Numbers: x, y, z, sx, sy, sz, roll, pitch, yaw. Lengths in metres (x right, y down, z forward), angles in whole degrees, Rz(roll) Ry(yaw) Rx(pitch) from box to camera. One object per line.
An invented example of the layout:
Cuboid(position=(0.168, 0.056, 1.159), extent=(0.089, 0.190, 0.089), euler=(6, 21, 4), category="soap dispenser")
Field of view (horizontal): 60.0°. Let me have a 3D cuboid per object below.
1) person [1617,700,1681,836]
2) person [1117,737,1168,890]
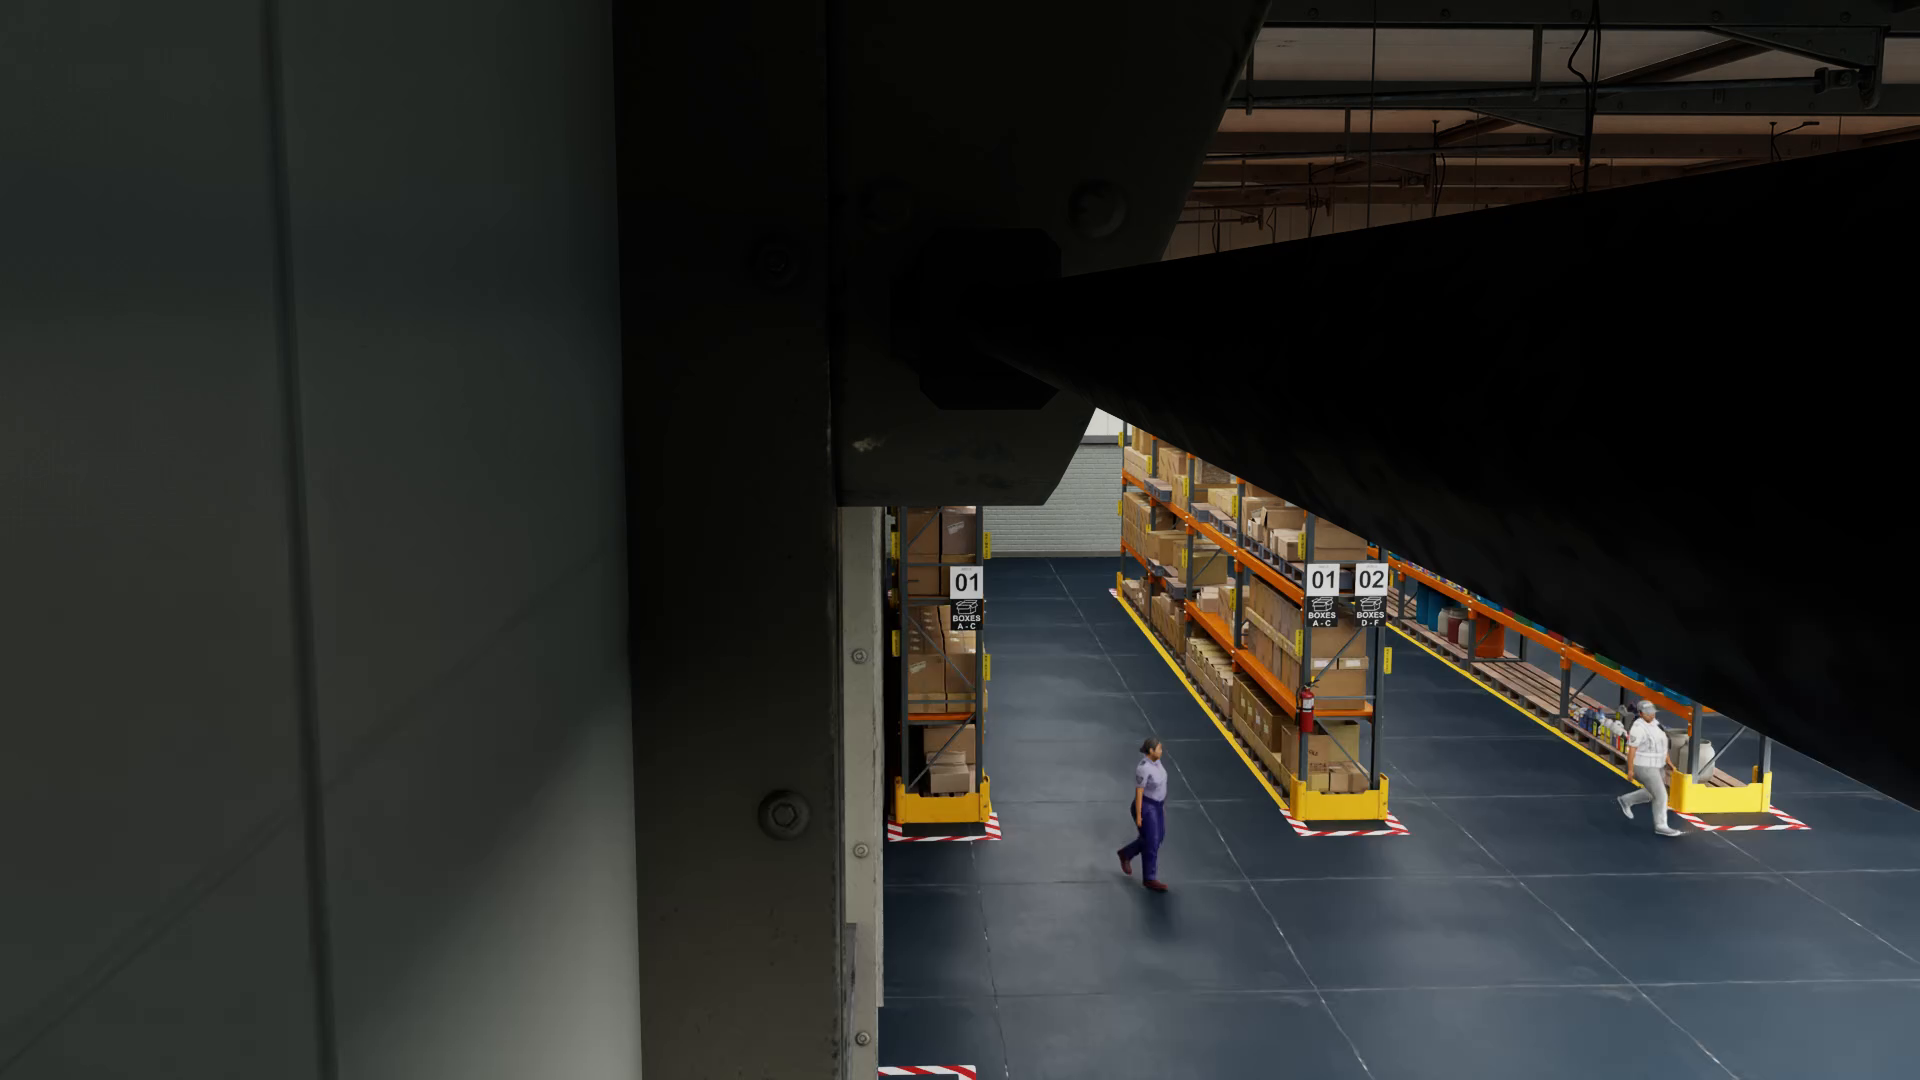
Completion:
Cuboid(position=(8.330, 2.721, 20.096), extent=(0.487, 1.600, 0.857), euler=(-7, 11, -42), category="person")
Cuboid(position=(2.054, 2.961, 18.296), extent=(0.620, 1.633, 0.511), euler=(4, 9, 25), category="person")
